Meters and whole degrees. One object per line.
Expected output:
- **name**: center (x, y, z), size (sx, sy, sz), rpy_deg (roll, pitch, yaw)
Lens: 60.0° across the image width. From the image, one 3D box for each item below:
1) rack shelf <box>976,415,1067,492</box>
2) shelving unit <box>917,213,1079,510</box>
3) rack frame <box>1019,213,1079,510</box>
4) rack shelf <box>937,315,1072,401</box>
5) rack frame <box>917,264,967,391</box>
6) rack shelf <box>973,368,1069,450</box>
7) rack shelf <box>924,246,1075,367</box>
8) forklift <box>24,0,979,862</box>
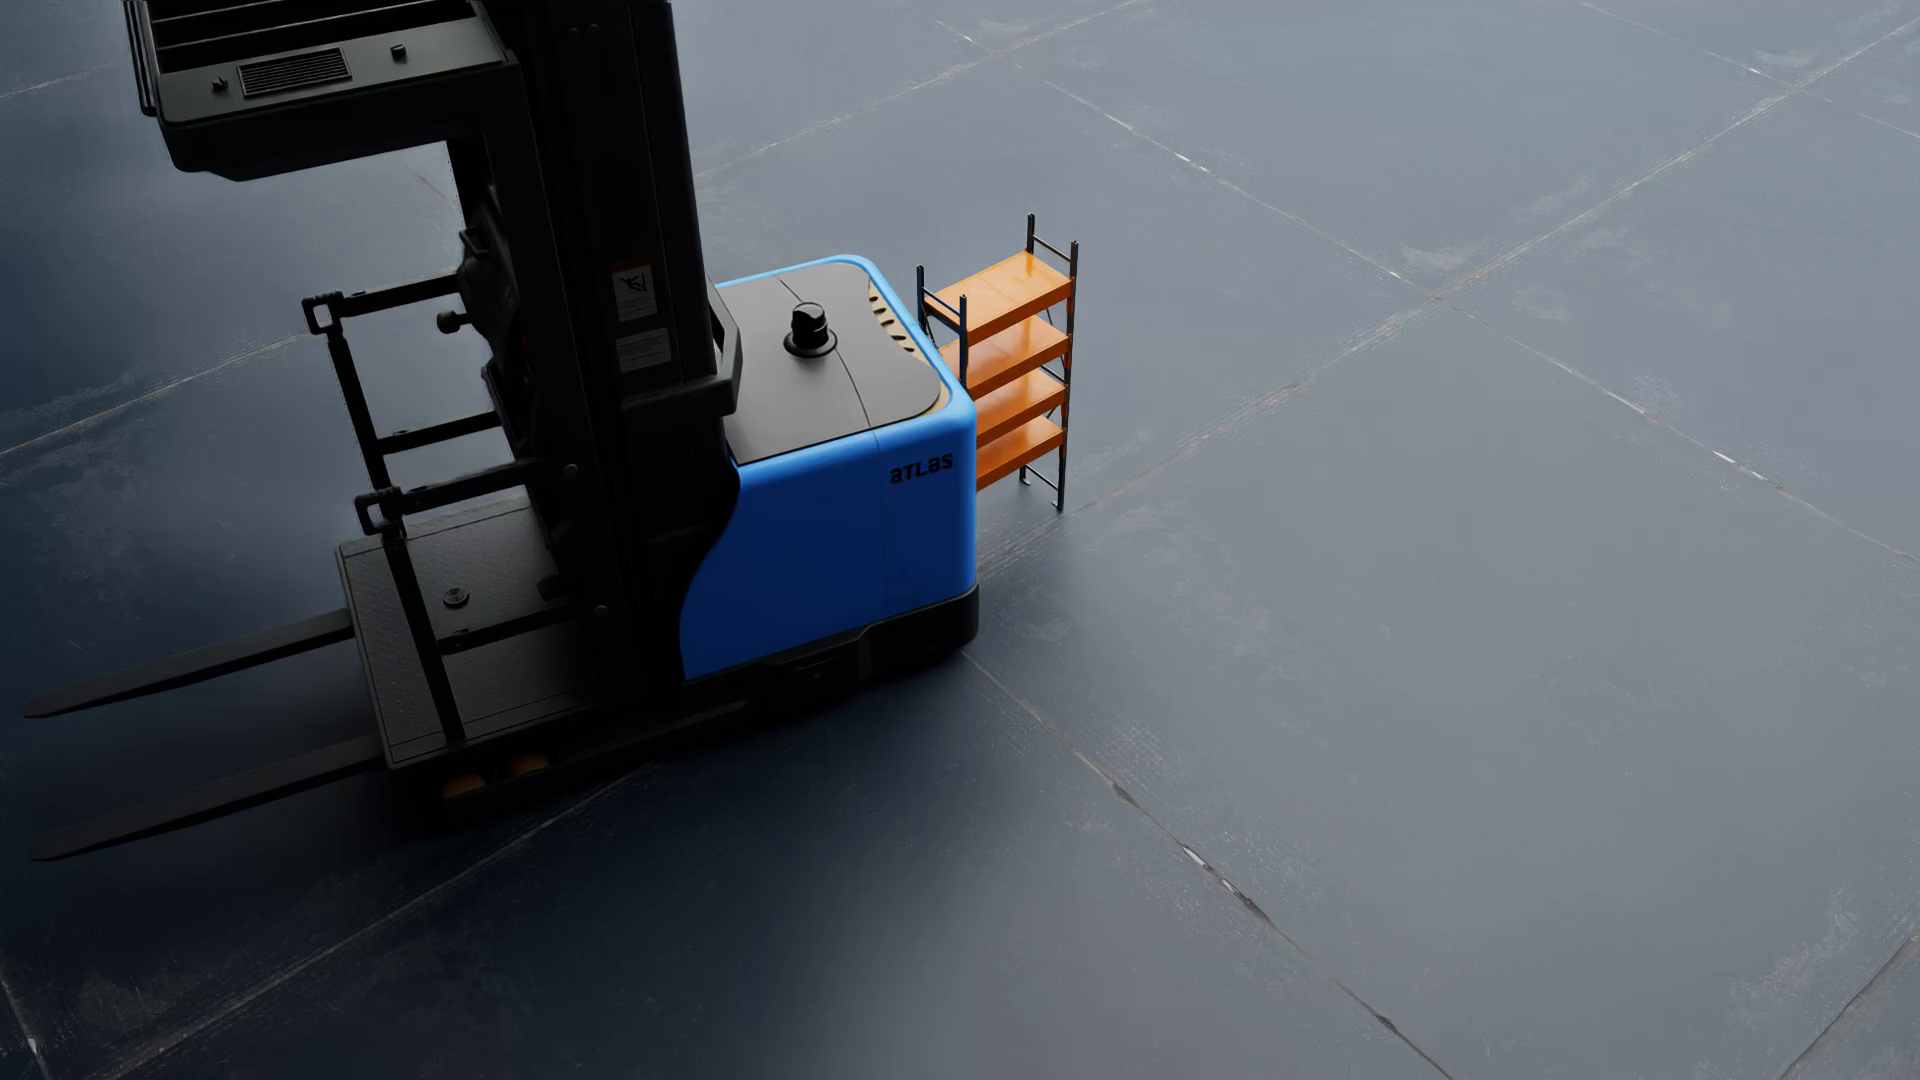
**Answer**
- **rack shelf**: center (0.127, -0.316, 6.099), size (0.480, 0.148, 0.258), rpy_deg (-30, 51, -28)
- **shelving unit**: center (0.127, -0.510, 5.917), size (0.503, 1.200, 0.258), rpy_deg (-30, 51, -28)
- **rack frame**: center (0.314, -0.617, 6.031), size (0.015, 1.200, 0.240), rpy_deg (-30, 51, -28)
- **rack shelf**: center (0.127, -0.624, 5.810), size (0.480, 0.148, 0.258), rpy_deg (-30, 51, -28)
- **rack frame**: center (-0.060, -0.403, 5.803), size (0.015, 1.200, 0.240), rpy_deg (-30, 51, -28)
- **rack shelf**: center (0.127, -0.461, 5.963), size (0.480, 0.148, 0.258), rpy_deg (-30, 51, -28)
- **rack shelf**: center (0.127, -0.797, 5.648), size (0.480, 0.148, 0.258), rpy_deg (-30, 51, -28)
- **forklift**: center (-1.498, -0.585, 4.732), size (3.031, 2.935, 1.130), rpy_deg (-17, 46, -17)
